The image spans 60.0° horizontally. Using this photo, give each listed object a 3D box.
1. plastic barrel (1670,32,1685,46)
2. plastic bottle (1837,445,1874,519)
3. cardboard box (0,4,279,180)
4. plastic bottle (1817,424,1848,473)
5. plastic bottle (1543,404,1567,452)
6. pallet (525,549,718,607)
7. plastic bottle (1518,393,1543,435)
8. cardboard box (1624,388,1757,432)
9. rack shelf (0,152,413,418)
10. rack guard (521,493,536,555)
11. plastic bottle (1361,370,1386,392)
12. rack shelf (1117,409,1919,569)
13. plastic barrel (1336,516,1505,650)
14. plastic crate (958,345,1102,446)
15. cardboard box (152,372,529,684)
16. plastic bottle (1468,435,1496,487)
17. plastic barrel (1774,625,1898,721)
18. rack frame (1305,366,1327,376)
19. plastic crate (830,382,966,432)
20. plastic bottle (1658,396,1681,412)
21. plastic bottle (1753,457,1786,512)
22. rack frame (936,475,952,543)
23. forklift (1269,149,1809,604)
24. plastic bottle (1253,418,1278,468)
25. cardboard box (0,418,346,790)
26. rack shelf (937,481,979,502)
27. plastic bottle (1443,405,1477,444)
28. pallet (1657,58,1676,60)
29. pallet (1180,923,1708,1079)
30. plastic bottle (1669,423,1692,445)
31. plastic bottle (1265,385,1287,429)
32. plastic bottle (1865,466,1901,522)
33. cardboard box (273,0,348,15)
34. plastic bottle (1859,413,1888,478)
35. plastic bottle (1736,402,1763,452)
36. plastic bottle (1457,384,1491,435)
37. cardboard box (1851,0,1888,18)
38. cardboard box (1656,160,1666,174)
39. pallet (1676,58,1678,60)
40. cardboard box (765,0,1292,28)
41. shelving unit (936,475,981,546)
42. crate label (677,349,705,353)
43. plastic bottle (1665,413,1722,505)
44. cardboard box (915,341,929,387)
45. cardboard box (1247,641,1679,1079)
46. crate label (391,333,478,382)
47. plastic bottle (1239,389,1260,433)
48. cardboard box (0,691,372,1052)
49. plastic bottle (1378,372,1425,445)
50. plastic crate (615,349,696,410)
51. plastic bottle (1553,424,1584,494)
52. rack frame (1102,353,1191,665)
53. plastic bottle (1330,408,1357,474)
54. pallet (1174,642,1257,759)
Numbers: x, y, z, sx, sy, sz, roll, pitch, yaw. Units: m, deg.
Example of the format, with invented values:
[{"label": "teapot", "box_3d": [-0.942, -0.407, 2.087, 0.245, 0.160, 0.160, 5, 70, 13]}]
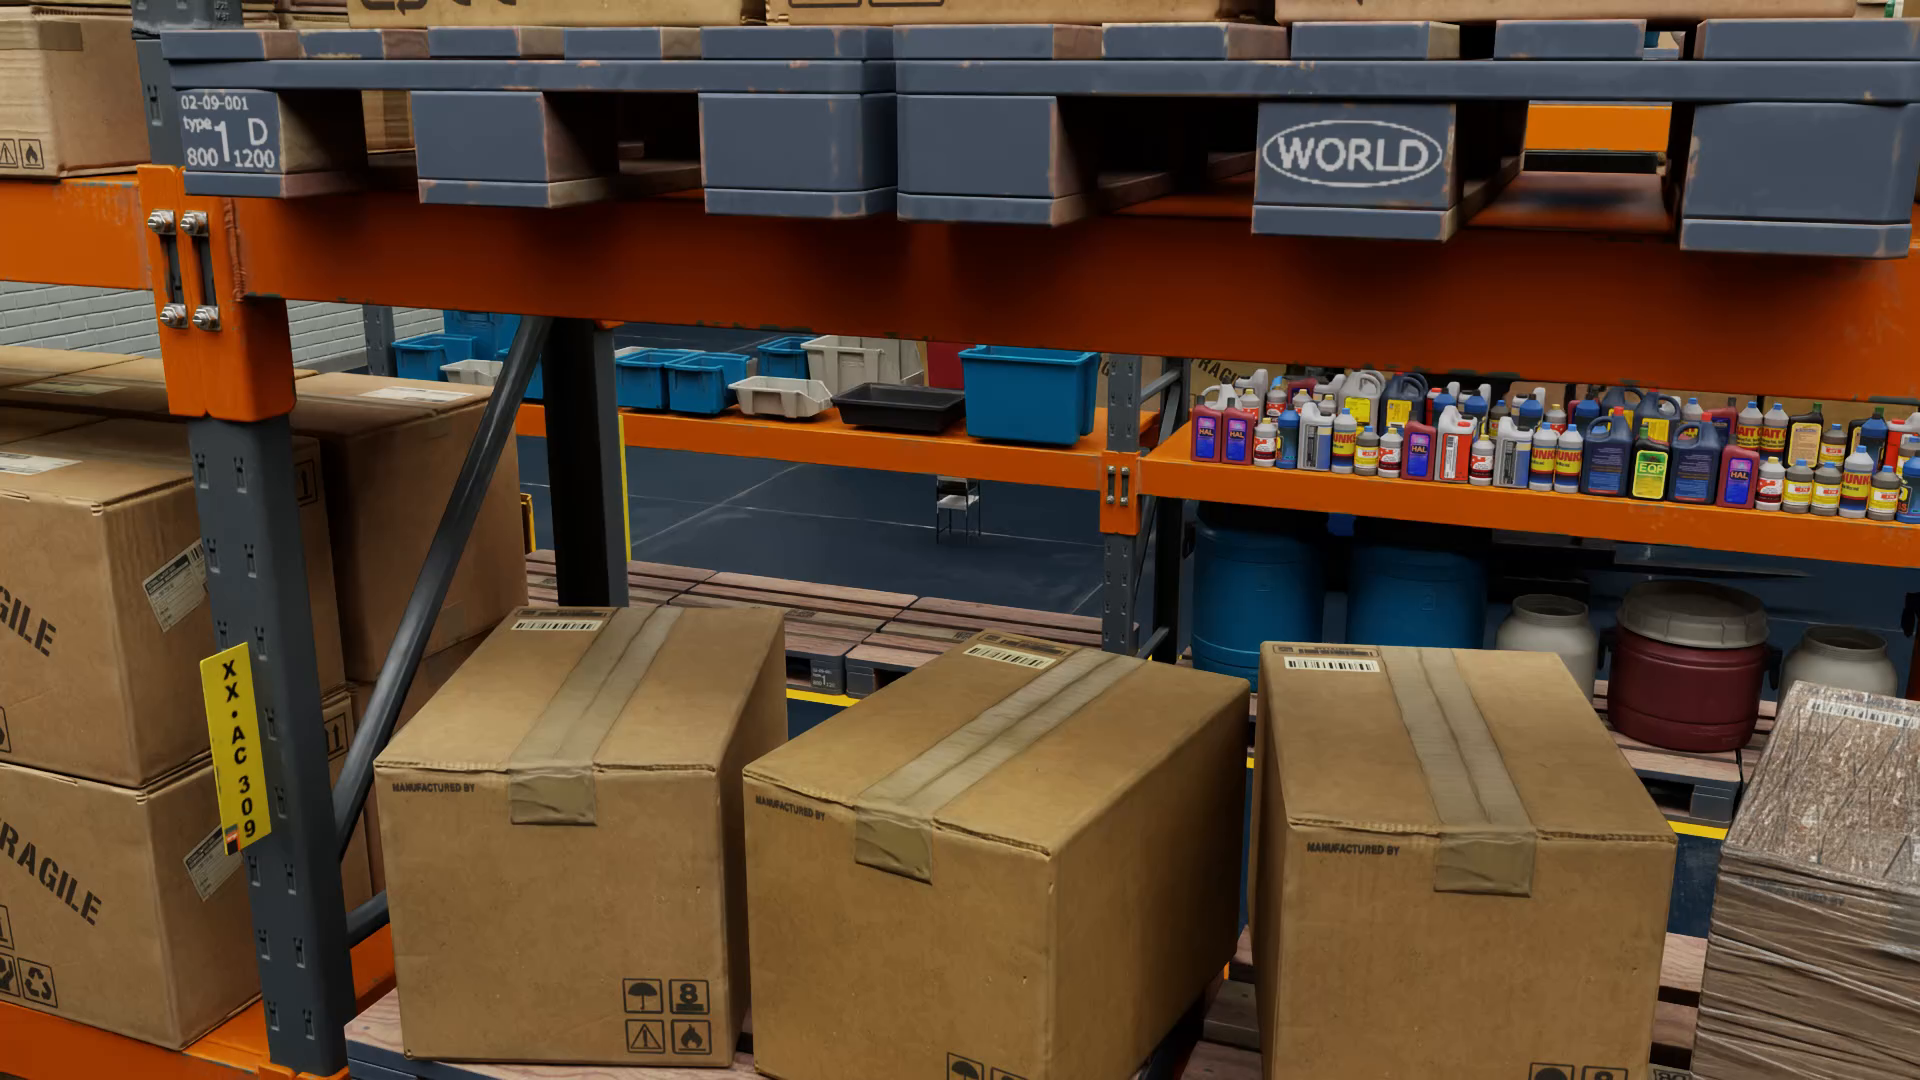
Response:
[{"label": "plastic barrel", "box_3d": [2.896, -2.123, 6.229, 0.433, 0.535, 0.433, 0, 16, 0]}, {"label": "plastic bottle", "box_3d": [3.390, -0.222, 6.289, 0.097, 0.271, 0.097, 0, 16, 0]}, {"label": "cardboard box", "box_3d": [-1.491, -0.747, 2.756, 0.500, 0.250, 0.500, 6, 17, 21]}, {"label": "plastic bottle", "box_3d": [3.664, -0.386, 6.978, 0.097, 0.201, 0.097, 0, 16, 0]}, {"label": "plastic bottle", "box_3d": [2.633, -0.499, 7.369, 0.097, 0.201, 0.097, 0, 16, 0]}, {"label": "pallet", "box_3d": [-2.089, 0.342, 9.117, 1.213, 0.211, 1.003, 6, 17, 21]}, {"label": "plastic bottle", "box_3d": [2.486, -0.503, 7.258, 0.097, 0.271, 0.097, 0, 16, 0]}, {"label": "cardboard box", "box_3d": [4.957, -0.908, 11.479, 0.875, 0.875, 1.225, 6, 17, 21]}, {"label": "rack shelf", "box_3d": [-2.802, -0.698, 3.607, 4.000, 0.370, 1.077, 6, 17, 21]}, {"label": "rack guard", "box_3d": [-2.869, 0.110, 9.398, 0.348, 0.500, 1.175, 6, 17, 21]}, {"label": "plastic bottle", "box_3d": [1.855, -0.649, 7.619, 0.185, 0.351, 0.144, 6, 17, 21]}, {"label": "rack shelf", "box_3d": [2.740, -0.132, 7.039, 4.000, 0.370, 1.077, 6, 17, 21]}, {"label": "plastic barrel", "box_3d": [2.038, 0.256, 7.421, 0.708, 0.901, 0.600, 6, 17, 21]}, {"label": "plastic crate", "box_3d": [0.320, -0.663, 7.497, 0.575, 0.384, 0.392, 6, 17, 21]}, {"label": "cardboard box", "box_3d": [-1.276, -0.047, 3.484, 0.500, 0.500, 0.500, 7, 18, 22]}, {"label": "plastic bottle", "box_3d": [2.130, -0.327, 6.776, 0.097, 0.201, 0.097, 0, 16, 0]}, {"label": "plastic barrel", "box_3d": [3.581, 0.640, 6.799, 0.421, 0.512, 0.421, 0, 16, 0]}, {"label": "rack frame", "box_3d": [2.697, -1.967, 12.068, 0.127, 3.000, 1.000, 6, 17, 21]}, {"label": "plastic crate", "box_3d": [-0.260, -0.624, 7.828, 0.590, 0.125, 0.437, 6, 17, 21]}, {"label": "plastic bottle", "box_3d": [3.027, -0.484, 7.181, 0.135, 0.276, 0.152, 6, 17, 21]}, {"label": "plastic bottle", "box_3d": [3.119, -0.218, 6.402, 0.097, 0.201, 0.097, 0, 16, 0]}, {"label": "rack frame", "box_3d": [-0.102, -0.443, 10.587, 0.006, 0.900, 0.240, 6, 17, 21]}, {"label": "forklift", "box_3d": [3.303, -1.187, 9.503, 3.031, 2.935, 1.130, 4, 17, 13]}, {"label": "plastic bottle", "box_3d": [1.302, -0.418, 7.090, 0.097, 0.201, 0.097, 0, 16, 0]}, {"label": "cardboard box", "box_3d": [-1.507, 0.089, 3.013, 0.500, 0.500, 0.500, 6, 17, 21]}, {"label": "rack shelf", "box_3d": [-0.008, -0.315, 10.585, 0.200, 0.077, 0.258, 6, 17, 21]}, {"label": "plastic bottle", "box_3d": [2.088, -0.421, 6.967, 0.135, 0.276, 0.152, 6, 17, 21]}, {"label": "pallet", "box_3d": [6.112, -4.397, 15.397, 1.003, 0.211, 1.213, 6, 17, 21]}, {"label": "pallet", "box_3d": [0.969, 0.906, 2.518, 1.213, 0.211, 1.003, 6, 17, 21]}, {"label": "plastic bottle", "box_3d": [2.885, -0.321, 6.609, 0.133, 0.283, 0.061, 6, 17, 21]}, {"label": "plastic bottle", "box_3d": [1.483, -0.626, 7.805, 0.097, 0.201, 0.097, 0, 16, 0]}, {"label": "plastic bottle", "box_3d": [3.481, -0.178, 6.264, 0.097, 0.201, 0.097, 0, 16, 0]}, {"label": "cardboard box", "box_3d": [-1.303, -1.121, 3.146, 0.500, 0.250, 0.500, 6, 17, 21]}, {"label": "plastic bottle", "box_3d": [3.766, -0.390, 6.867, 0.097, 0.271, 0.097, 0, 16, 0]}, {"label": "plastic bottle", "box_3d": [3.359, -0.453, 7.084, 0.097, 0.271, 0.097, 0, 16, 0]}, {"label": "plastic bottle", "box_3d": [2.299, -0.564, 7.457, 0.135, 0.276, 0.152, 6, 17, 21]}, {"label": "cardboard box", "box_3d": [5.824, -3.293, 10.318, 0.637, 0.503, 0.797, 7, 18, 24]}, {"label": "cardboard box", "box_3d": [4.512, -2.301, 11.240, 0.637, 0.503, 0.797, 7, 18, 22]}, {"label": "pallet", "box_3d": [4.758, -3.073, 10.838, 1.213, 0.211, 1.003, 7, 18, 23]}, {"label": "cardboard box", "box_3d": [0.130, -1.003, 2.257, 0.600, 0.600, 0.600, 6, 17, 20]}, {"label": "shelving unit", "box_3d": [-0.008, -0.433, 10.551, 0.210, 0.900, 0.258, 6, 17, 21]}, {"label": "crate label", "box_3d": [-1.484, -0.902, 8.765, 0.243, 0.136, 0.396, 6, 17, 21]}, {"label": "plastic bottle", "box_3d": [2.872, -0.324, 6.498, 0.185, 0.351, 0.144, 6, 17, 21]}, {"label": "cardboard box", "box_3d": [-0.399, -1.513, 13.562, 0.875, 0.875, 0.875, 6, 17, 21]}, {"label": "cardboard box", "box_3d": [0.725, 0.517, 2.580, 0.500, 0.500, 0.700, 2, 16, 7]}, {"label": "crate label", "box_3d": [-2.733, -0.929, 8.687, 0.303, 0.233, 0.416, 6, 17, 21]}, {"label": "plastic bottle", "box_3d": [1.336, -0.596, 7.703, 0.097, 0.201, 0.097, 0, 16, 0]}, {"label": "cardboard box", "box_3d": [-1.501, 0.569, 3.153, 0.500, 0.500, 0.500, 7, 17, 22]}, {"label": "plastic bottle", "box_3d": [1.974, -0.593, 7.425, 0.185, 0.351, 0.144, 6, 17, 21]}, {"label": "plastic crate", "box_3d": [-1.508, -0.795, 8.223, 0.300, 0.233, 0.416, 6, 17, 21]}, {"label": "plastic bottle", "box_3d": [2.436, -0.327, 6.651, 0.097, 0.271, 0.097, 0, 16, 0]}, {"label": "rack frame", "box_3d": [0.880, -0.682, 7.644, 0.127, 3.000, 1.000, 6, 17, 21]}, {"label": "plastic bottle", "box_3d": [1.609, -0.418, 6.964, 0.097, 0.271, 0.097, 0, 16, 0]}, {"label": "pallet", "box_3d": [1.582, 0.747, 7.723, 1.213, 0.211, 1.003, 6, 17, 21]}]
